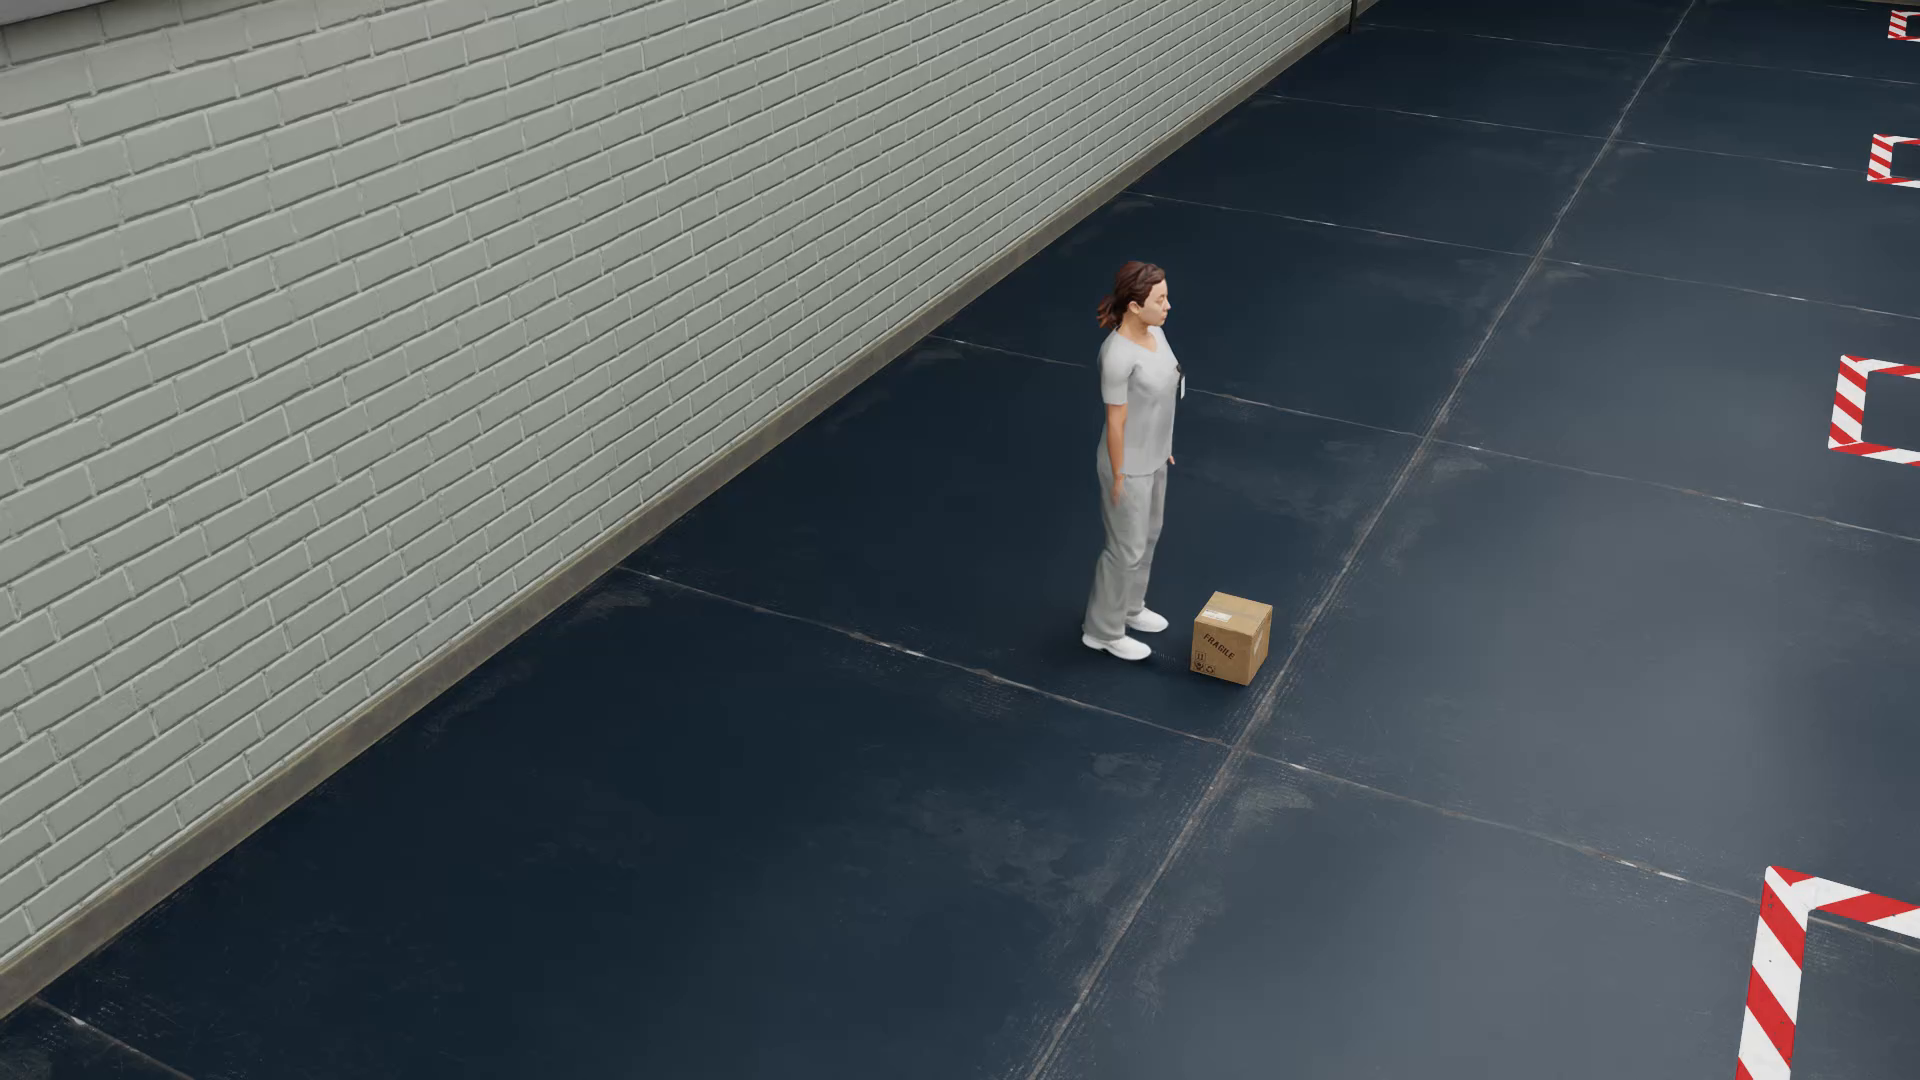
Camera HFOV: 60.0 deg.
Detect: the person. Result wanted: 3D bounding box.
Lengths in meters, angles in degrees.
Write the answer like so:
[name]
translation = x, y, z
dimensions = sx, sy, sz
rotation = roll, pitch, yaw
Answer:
[person]
translation = 0.694, -0.321, 6.693
dimensions = 0.365, 1.668, 0.437
rotation = 15, 33, 24
